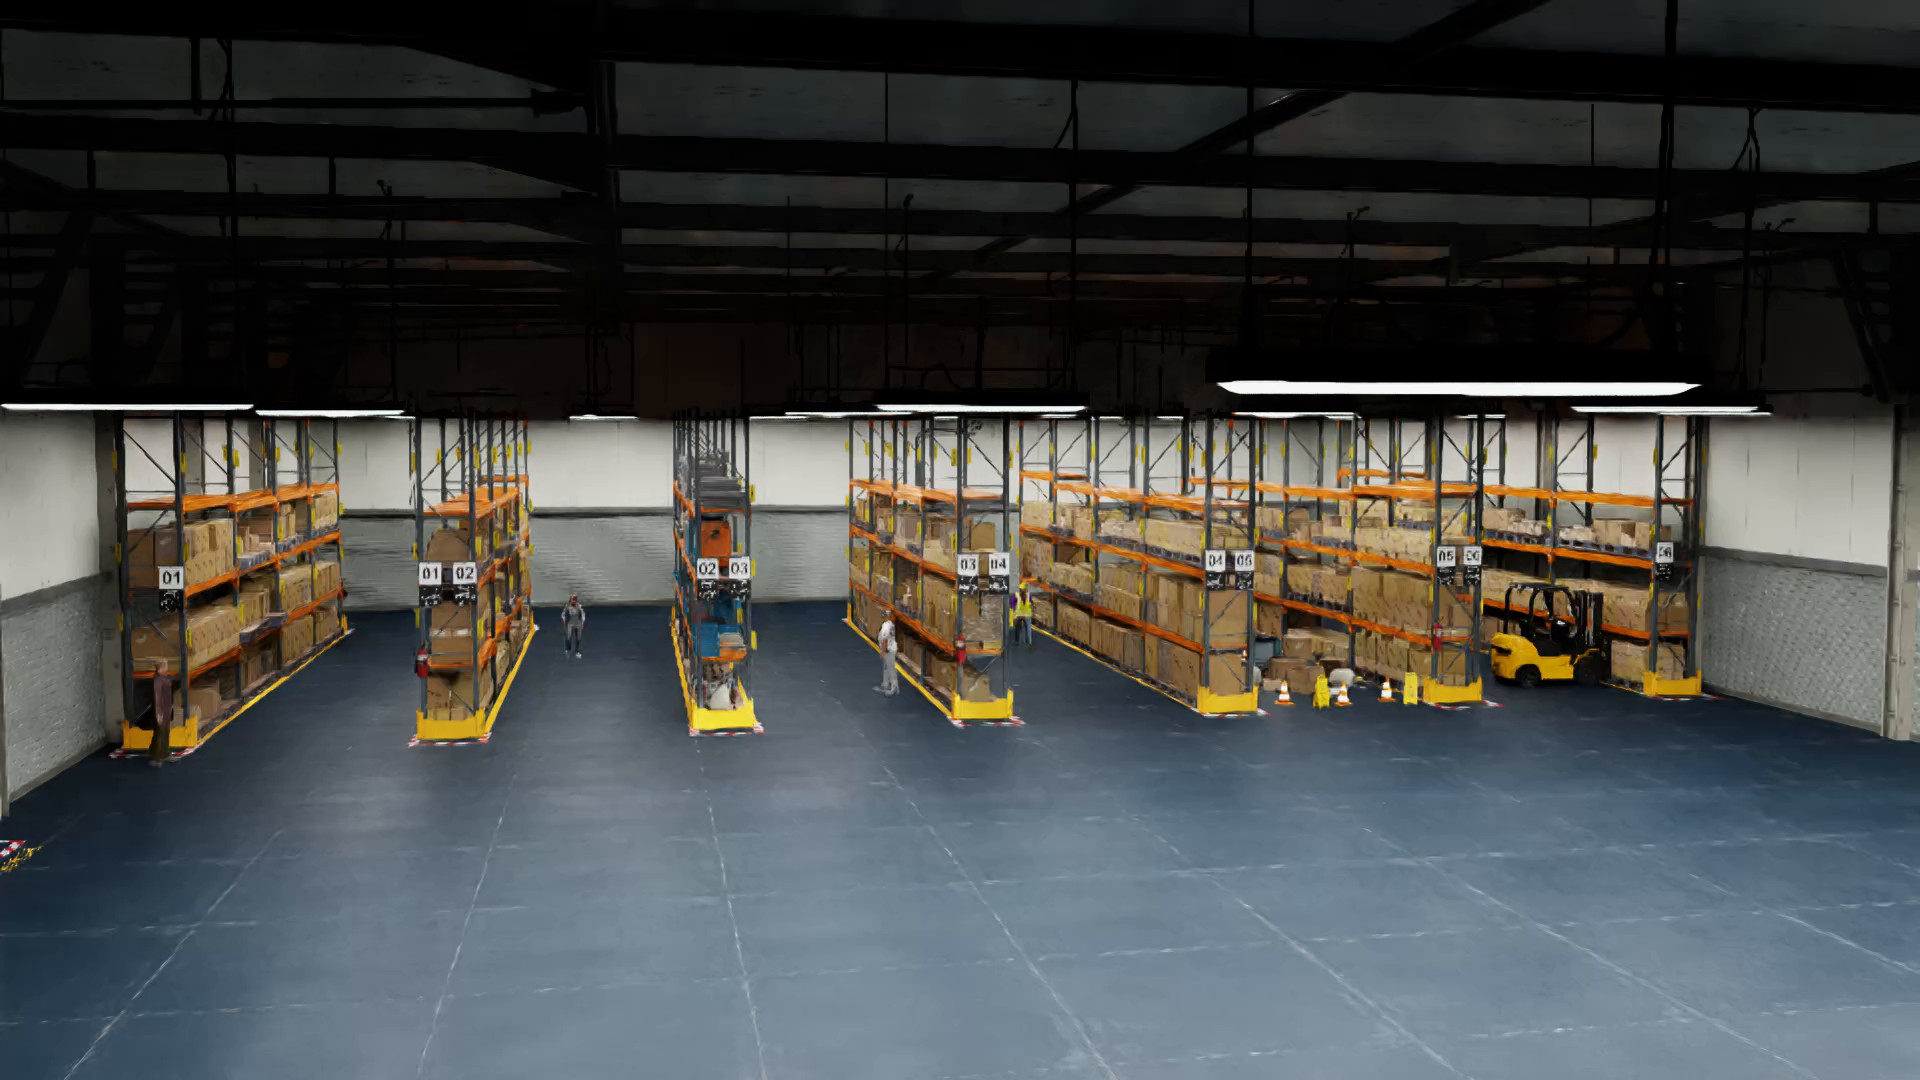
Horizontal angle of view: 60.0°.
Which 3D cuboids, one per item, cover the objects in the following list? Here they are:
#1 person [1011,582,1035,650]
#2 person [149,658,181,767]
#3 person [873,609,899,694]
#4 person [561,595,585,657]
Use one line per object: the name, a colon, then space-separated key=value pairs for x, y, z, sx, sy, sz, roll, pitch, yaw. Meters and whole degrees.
person: x=1.563 y=1.899 z=41.770 sx=0.577 sy=1.691 sz=1.121 roll=-1 pitch=4 yaw=-8
person: x=-13.289 y=2.849 z=27.705 sx=0.445 sy=1.778 sz=0.683 roll=-1 pitch=4 yaw=-16
person: x=-1.557 y=2.344 z=35.090 sx=0.597 sy=1.734 sz=0.657 roll=1 pitch=4 yaw=8
person: x=-9.404 y=2.083 z=40.470 sx=0.566 sy=1.541 sz=0.519 roll=-1 pitch=4 yaw=-14
